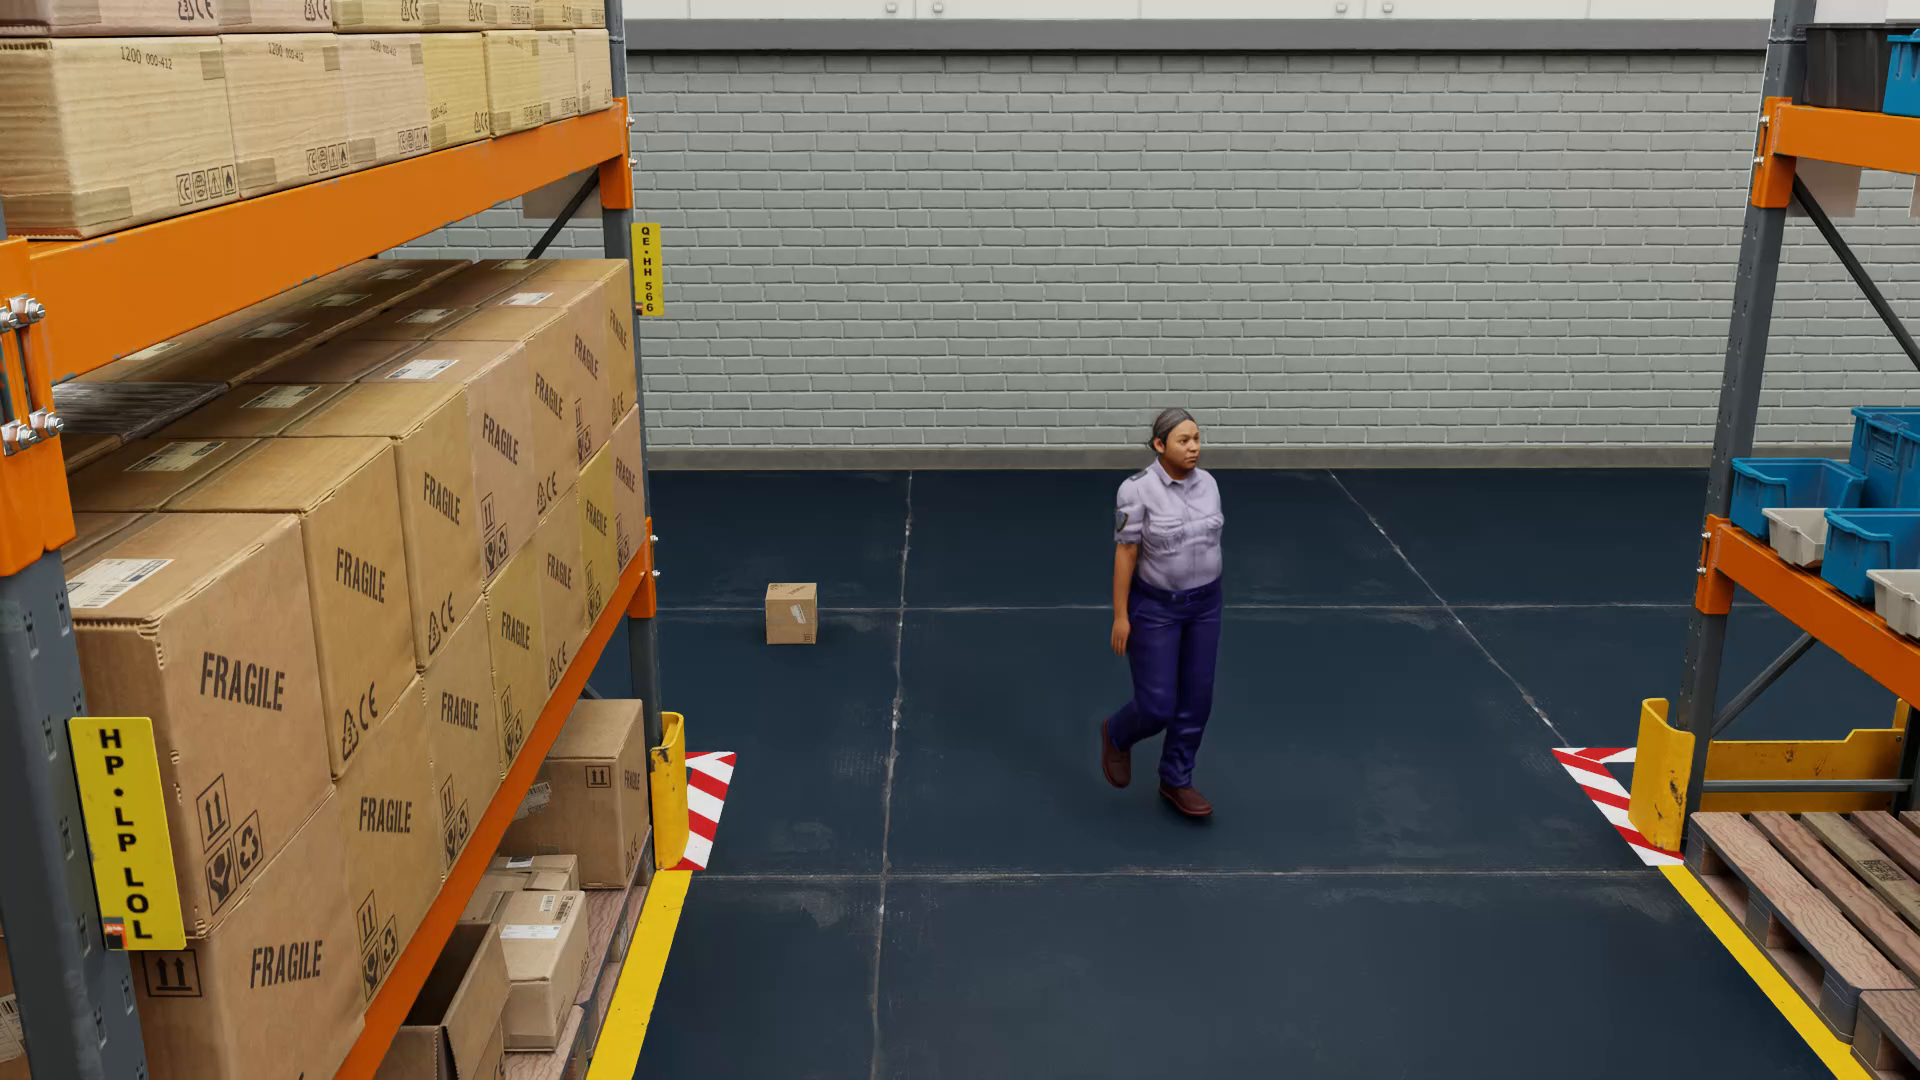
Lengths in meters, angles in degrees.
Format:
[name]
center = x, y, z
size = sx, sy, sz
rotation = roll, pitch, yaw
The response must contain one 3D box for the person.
[person]
center = 0.817, 0.279, 6.579
size = 0.508, 1.637, 0.496
rotation = -8, 19, -25
